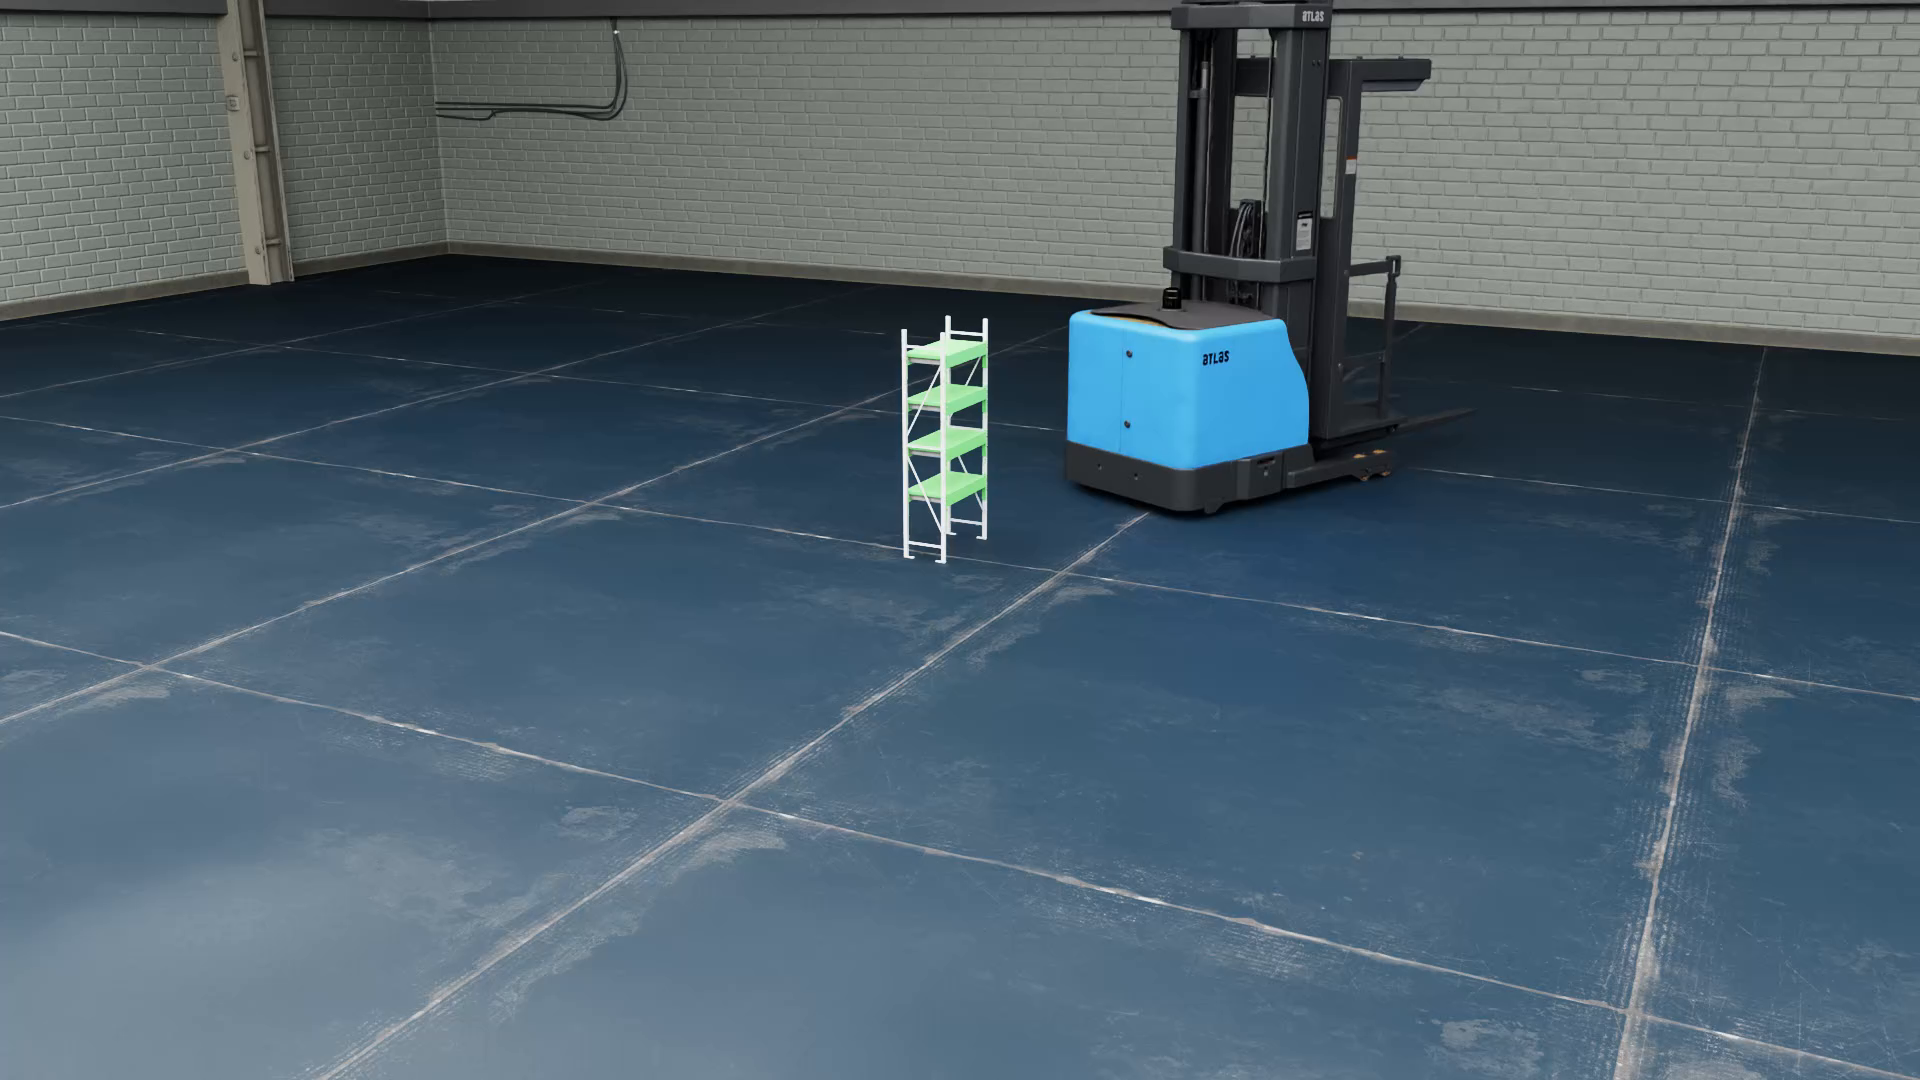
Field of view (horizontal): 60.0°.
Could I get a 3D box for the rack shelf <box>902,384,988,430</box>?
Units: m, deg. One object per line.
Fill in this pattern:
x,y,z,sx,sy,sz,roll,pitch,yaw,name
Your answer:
-0.074,-0.702,8.661,0.258,0.148,0.480,8,18,25,rack shelf

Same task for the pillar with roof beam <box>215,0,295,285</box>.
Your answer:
-3.970,-6.696,15.765,9.100,9.000,0.400,8,18,25,pillar with roof beam

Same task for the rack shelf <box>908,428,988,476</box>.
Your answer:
-0.074,-0.472,8.730,0.258,0.148,0.480,8,18,25,rack shelf

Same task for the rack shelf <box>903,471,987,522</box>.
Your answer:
-0.074,-0.242,8.798,0.258,0.148,0.480,8,18,25,rack shelf

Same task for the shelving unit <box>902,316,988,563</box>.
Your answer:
-0.074,-0.533,8.712,0.258,1.200,0.503,8,18,25,shelving unit

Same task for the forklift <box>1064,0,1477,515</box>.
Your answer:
2.092,-1.871,10.175,3.031,2.935,1.130,-13,21,-37,forklift

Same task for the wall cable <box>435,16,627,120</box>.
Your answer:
-5.322,-6.338,20.011,3.097,2.526,0.112,8,18,25,wall cable

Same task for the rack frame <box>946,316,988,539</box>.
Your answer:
0.035,-0.595,8.921,0.240,1.200,0.015,8,18,25,rack frame

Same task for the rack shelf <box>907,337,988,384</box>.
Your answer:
-0.074,-0.932,8.593,0.258,0.148,0.480,8,18,25,rack shelf

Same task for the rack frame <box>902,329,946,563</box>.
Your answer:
-0.183,-0.471,8.502,0.240,1.200,0.015,8,18,25,rack frame
